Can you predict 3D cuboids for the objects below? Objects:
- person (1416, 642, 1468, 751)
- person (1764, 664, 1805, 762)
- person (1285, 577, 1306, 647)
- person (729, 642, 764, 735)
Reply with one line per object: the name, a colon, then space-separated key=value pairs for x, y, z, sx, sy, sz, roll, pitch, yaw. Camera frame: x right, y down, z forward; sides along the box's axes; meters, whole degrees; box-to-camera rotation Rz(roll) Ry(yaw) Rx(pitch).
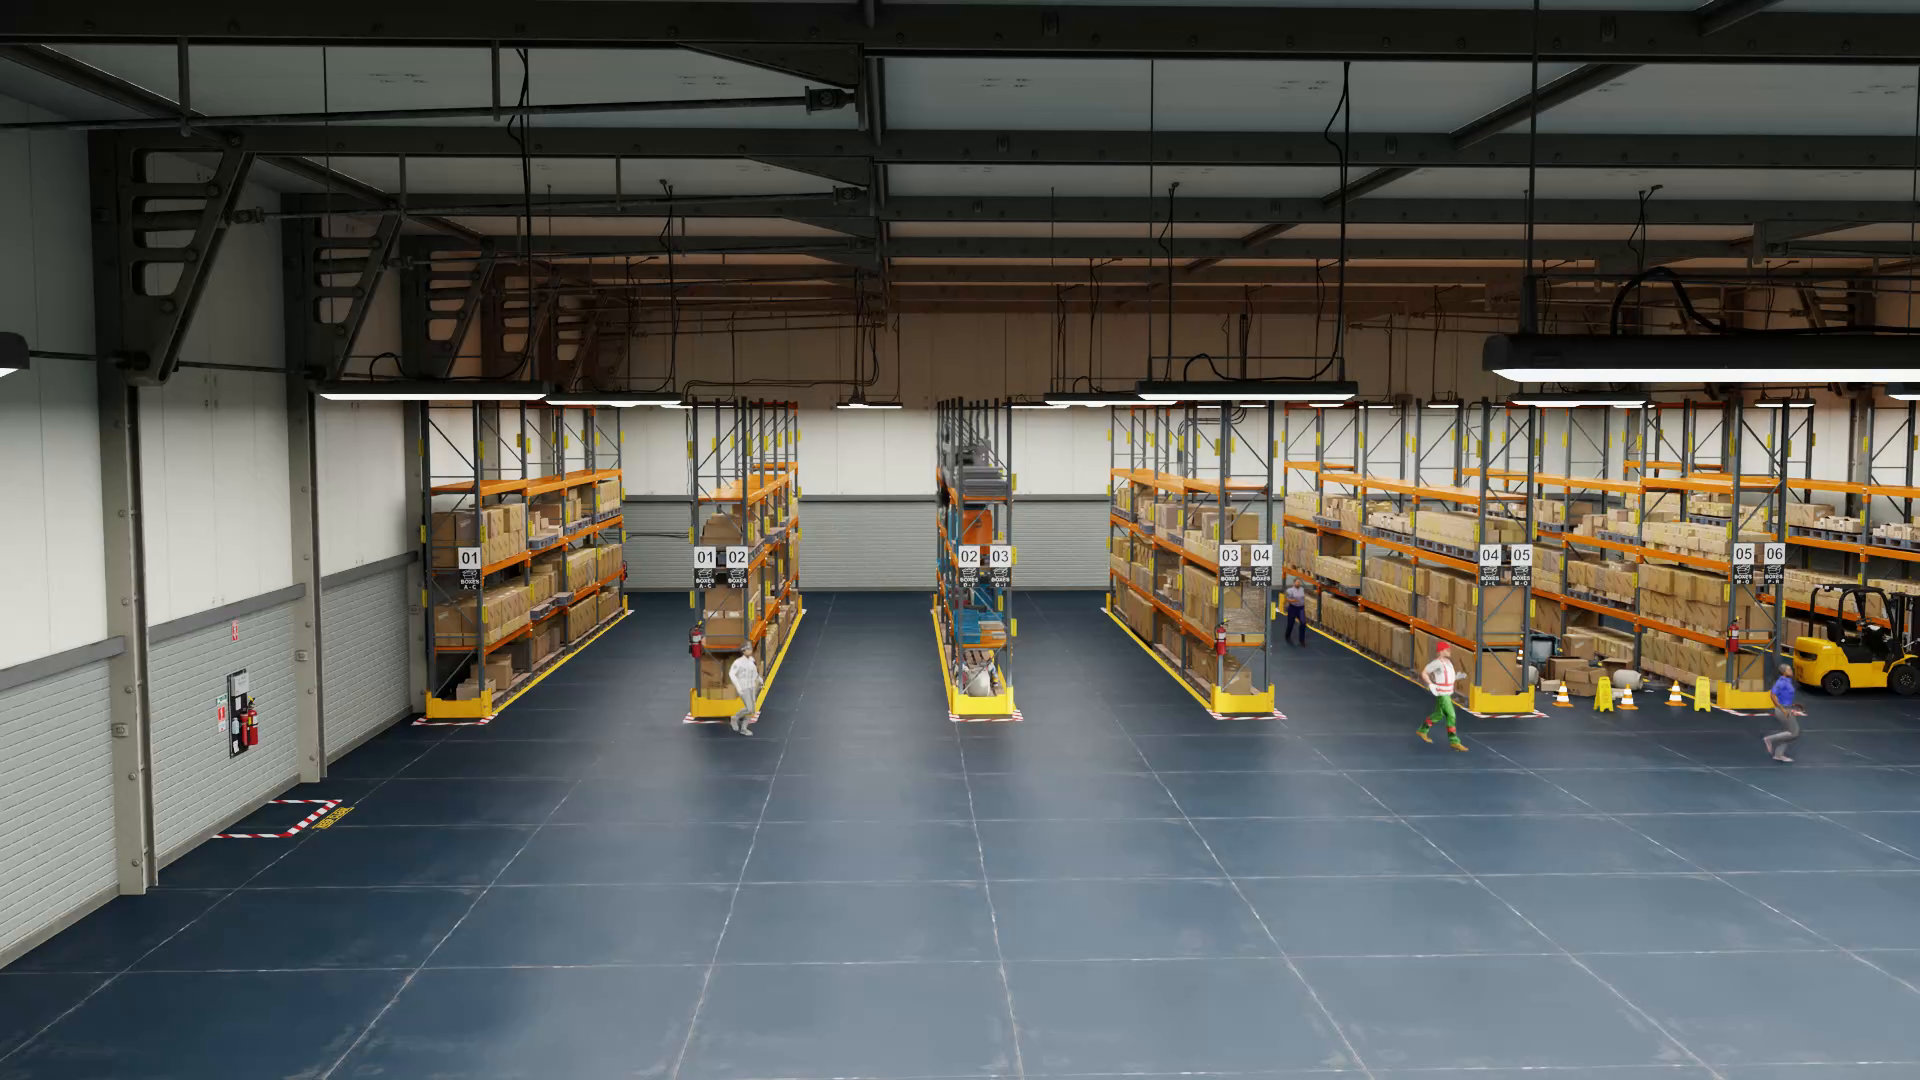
person: x=8.187 y=2.624 z=28.190 sx=0.950 sy=1.801 sz=0.658 roll=3 pitch=5 yaw=35
person: x=13.492 y=2.825 z=27.204 sx=0.559 sy=1.611 sz=0.575 roll=3 pitch=5 yaw=35
person: x=8.227 y=1.759 z=40.766 sx=0.550 sy=1.698 sz=0.821 roll=-1 pitch=4 yaw=-9
person: x=-3.780 y=2.623 z=29.484 sx=0.543 sy=1.666 sz=0.634 roll=3 pitch=5 yaw=32
